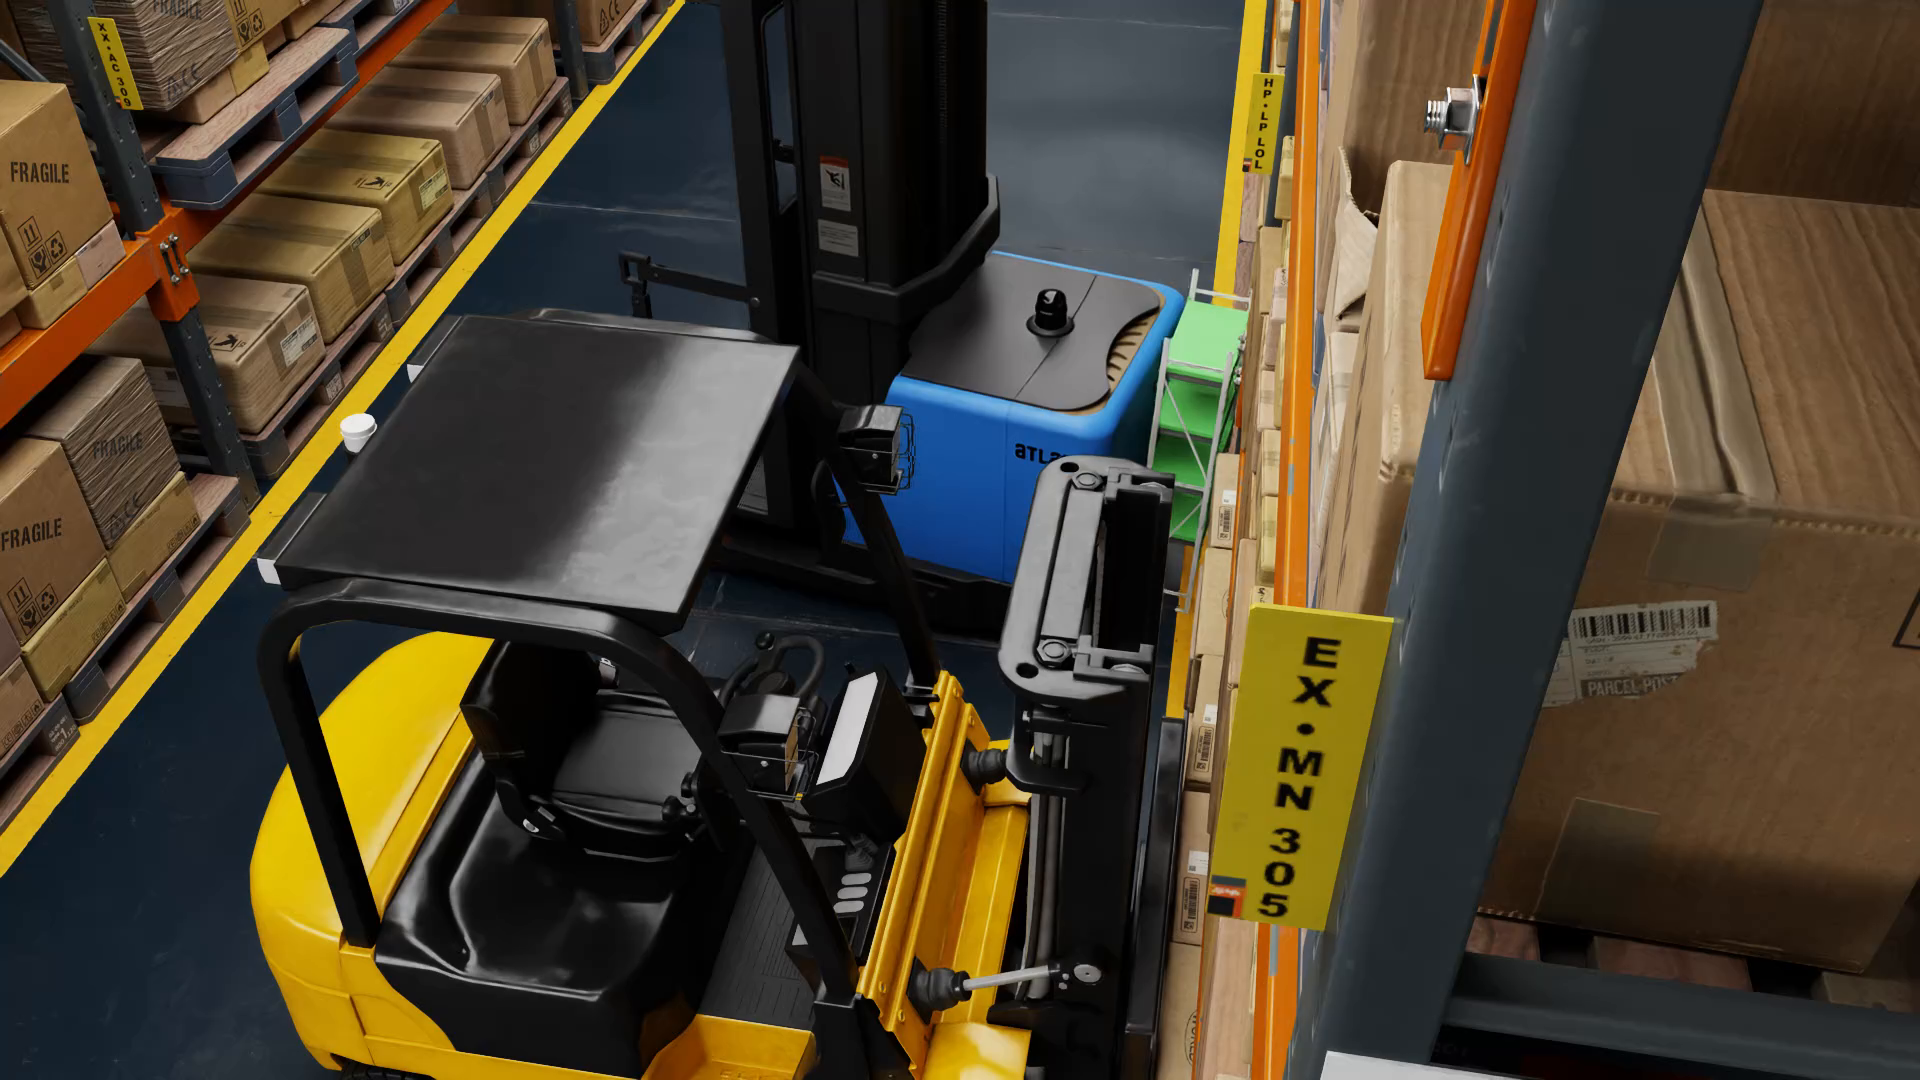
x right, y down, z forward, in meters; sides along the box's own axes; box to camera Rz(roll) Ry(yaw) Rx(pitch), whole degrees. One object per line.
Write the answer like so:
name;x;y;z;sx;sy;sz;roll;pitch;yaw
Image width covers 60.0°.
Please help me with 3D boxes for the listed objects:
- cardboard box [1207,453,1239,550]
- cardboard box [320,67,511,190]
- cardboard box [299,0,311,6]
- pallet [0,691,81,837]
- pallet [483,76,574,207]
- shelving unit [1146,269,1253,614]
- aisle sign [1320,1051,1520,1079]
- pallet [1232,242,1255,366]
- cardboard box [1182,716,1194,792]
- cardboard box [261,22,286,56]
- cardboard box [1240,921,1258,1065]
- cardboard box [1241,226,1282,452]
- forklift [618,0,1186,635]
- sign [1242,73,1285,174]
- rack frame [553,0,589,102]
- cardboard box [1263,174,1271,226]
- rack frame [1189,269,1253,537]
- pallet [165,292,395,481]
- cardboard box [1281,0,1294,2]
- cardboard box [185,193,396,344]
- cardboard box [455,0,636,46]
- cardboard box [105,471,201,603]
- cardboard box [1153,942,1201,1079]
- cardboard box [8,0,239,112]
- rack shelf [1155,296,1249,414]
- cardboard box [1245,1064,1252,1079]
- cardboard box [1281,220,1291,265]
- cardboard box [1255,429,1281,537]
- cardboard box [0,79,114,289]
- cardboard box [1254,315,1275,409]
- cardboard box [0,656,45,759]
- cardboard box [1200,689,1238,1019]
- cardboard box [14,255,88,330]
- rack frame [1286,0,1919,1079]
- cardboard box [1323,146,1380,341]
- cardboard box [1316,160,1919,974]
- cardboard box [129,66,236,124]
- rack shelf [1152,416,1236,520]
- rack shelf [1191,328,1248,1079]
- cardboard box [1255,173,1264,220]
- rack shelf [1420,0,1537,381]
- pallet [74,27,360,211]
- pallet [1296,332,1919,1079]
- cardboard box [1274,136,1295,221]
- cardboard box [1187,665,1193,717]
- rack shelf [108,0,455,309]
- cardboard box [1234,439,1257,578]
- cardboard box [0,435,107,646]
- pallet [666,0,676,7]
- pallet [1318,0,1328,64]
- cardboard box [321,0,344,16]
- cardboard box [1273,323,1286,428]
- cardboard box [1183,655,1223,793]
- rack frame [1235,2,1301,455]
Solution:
cardboard box;1.074;-0.020;5.464;0.500;0.250;0.500;6;40;7
cardboard box;-2.958;-2.189;8.776;0.950;0.372;0.625;6;40;7
cardboard box;-2.874;-2.547;6.836;0.500;0.500;0.500;6;40;7
pallet;-3.713;0.921;5.470;1.003;0.211;1.213;6;40;8
pallet;-2.868;-2.292;9.357;1.003;0.211;1.213;6;40;8
shelving unit;0.864;-0.350;6.221;0.258;1.200;0.503;13;41;12
aisle sign;0.474;0.716;1.490;0.394;0.787;0.004;6;40;8
pallet;1.764;-0.962;7.747;1.003;0.211;1.213;6;40;8
cardboard box;0.895;0.804;4.860;0.500;0.250;0.500;6;40;7
cardboard box;-2.991;-2.066;6.762;0.380;0.149;0.250;9;40;11
cardboard box;0.659;0.732;2.690;0.380;0.149;0.250;7;40;9
cardboard box;1.132;-0.591;5.032;0.500;0.500;0.500;5;40;6
forklift;-0.711;-1.313;6.038;3.031;2.935;1.130;14;42;17
sign;0.930;-1.271;5.087;0.100;0.325;0.005;6;40;8
rack frame;-2.731;-3.857;9.061;1.000;3.000;0.127;6;40;8
cardboard box;1.300;-1.273;5.661;0.500;0.250;0.500;6;40;7
rack frame;0.938;-0.498;6.401;0.240;1.200;0.015;13;41;12
pallet;-3.290;-0.761;7.504;1.003;0.211;1.213;6;40;8
cardboard box;1.476;-1.917;6.440;0.500;0.250;0.500;7;40;9
cardboard box;-3.214;-1.277;7.673;0.950;0.372;0.625;9;40;10
cardboard box;-2.530;-3.624;10.117;0.875;0.875;0.875;6;40;7
cardboard box;-3.261;-0.048;6.282;0.500;0.250;0.500;8;40;10
cardboard box;0.707;1.259;3.917;0.500;0.250;0.500;7;40;8
cardboard box;-3.060;-1.924;6.082;0.500;0.500;0.500;7;40;9
rack shelf;0.880;-0.668;5.953;0.258;0.148;0.480;13;41;12
cardboard box;0.678;0.852;2.778;0.380;0.149;0.250;7;40;9
cardboard box;1.152;-0.919;4.920;0.380;0.149;0.250;6;40;7
cardboard box;0.902;-0.119;3.952;0.380;0.149;0.250;5;40;6
cardboard box;-3.255;-1.194;5.528;0.500;0.500;0.500;5;40;7
cardboard box;0.975;-0.443;4.345;0.380;0.149;0.250;7;40;9
cardboard box;-3.436;0.606;5.492;0.500;0.250;0.500;7;40;8
cardboard box;0.788;0.686;3.488;0.500;0.500;0.500;6;40;7
cardboard box;-3.215;-0.857;5.630;0.380;0.149;0.250;7;40;9
rack frame;0.774;-0.603;0.418;1.000;3.000;0.127;6;40;8
cardboard box;0.662;-0.309;2.113;0.396;0.266;0.258;6;40;8
cardboard box;0.611;0.009;1.544;0.500;0.500;0.500;8;40;9
cardboard box;-3.016;-1.724;6.348;0.380;0.149;0.250;7;40;8
rack shelf;0.862;-0.301;6.263;0.258;0.148;0.480;13;41;12
rack shelf;1.120;0.731;4.077;1.077;0.370;4.000;6;40;8
cardboard box;1.377;-1.405;6.213;0.500;0.250;0.500;6;40;7
rack shelf;1.120;-1.427;2.293;1.077;0.370;4.000;6;40;8
pallet;-3.148;-1.736;6.647;1.003;0.211;1.213;6;40;8
pallet;0.922;0.146;1.935;1.003;0.211;1.213;6;40;8
cardboard box;1.119;-1.038;4.830;0.380;0.149;0.250;7;40;9
cardboard box;0.984;0.684;5.397;0.500;0.250;0.500;6;40;7
rack shelf;-3.077;-2.325;7.772;1.077;0.370;4.000;6;40;8
cardboard box;0.972;0.056;4.250;0.500;0.500;0.500;6;40;7
cardboard box;-3.347;-0.018;5.657;0.500;0.500;0.500;7;40;8
pallet;-2.307;-4.032;11.461;1.003;0.211;1.213;6;40;8
pallet;1.344;-1.385;3.787;1.003;0.211;1.213;6;40;8
cardboard box;-2.860;-2.378;7.139;0.380;0.149;0.250;7;40;8
cardboard box;0.963;-0.386;4.042;0.380;0.149;0.250;6;40;7
cardboard box;0.900;0.613;4.698;0.500;0.250;0.500;8;40;9
rack frame;1.466;-0.802;5.366;1.000;3.000;0.127;6;40;8
